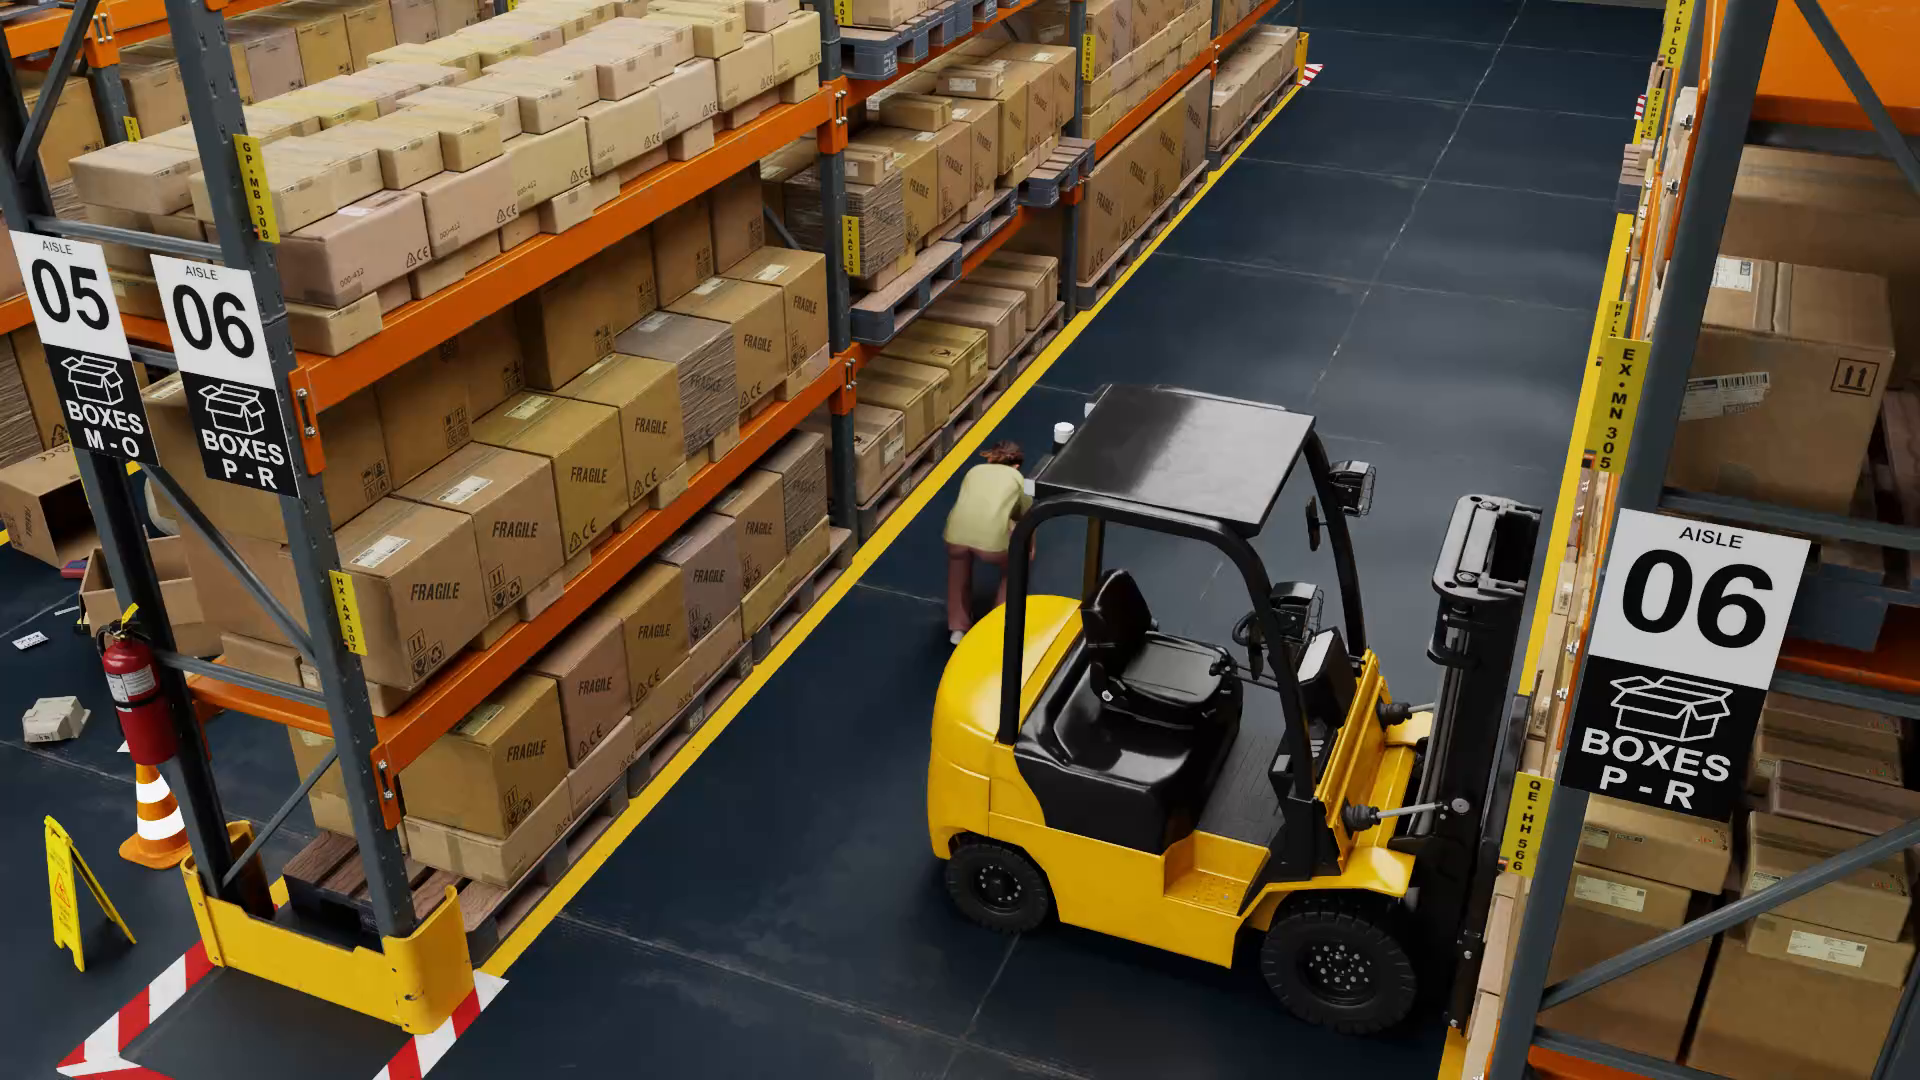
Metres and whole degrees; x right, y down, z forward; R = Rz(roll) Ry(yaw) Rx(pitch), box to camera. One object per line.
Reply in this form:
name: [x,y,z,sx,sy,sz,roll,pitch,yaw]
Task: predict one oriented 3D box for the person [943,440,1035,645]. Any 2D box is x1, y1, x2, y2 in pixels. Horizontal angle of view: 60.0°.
person: [0.170,0.021,9.052,0.471,0.987,0.868,9,31,15]
